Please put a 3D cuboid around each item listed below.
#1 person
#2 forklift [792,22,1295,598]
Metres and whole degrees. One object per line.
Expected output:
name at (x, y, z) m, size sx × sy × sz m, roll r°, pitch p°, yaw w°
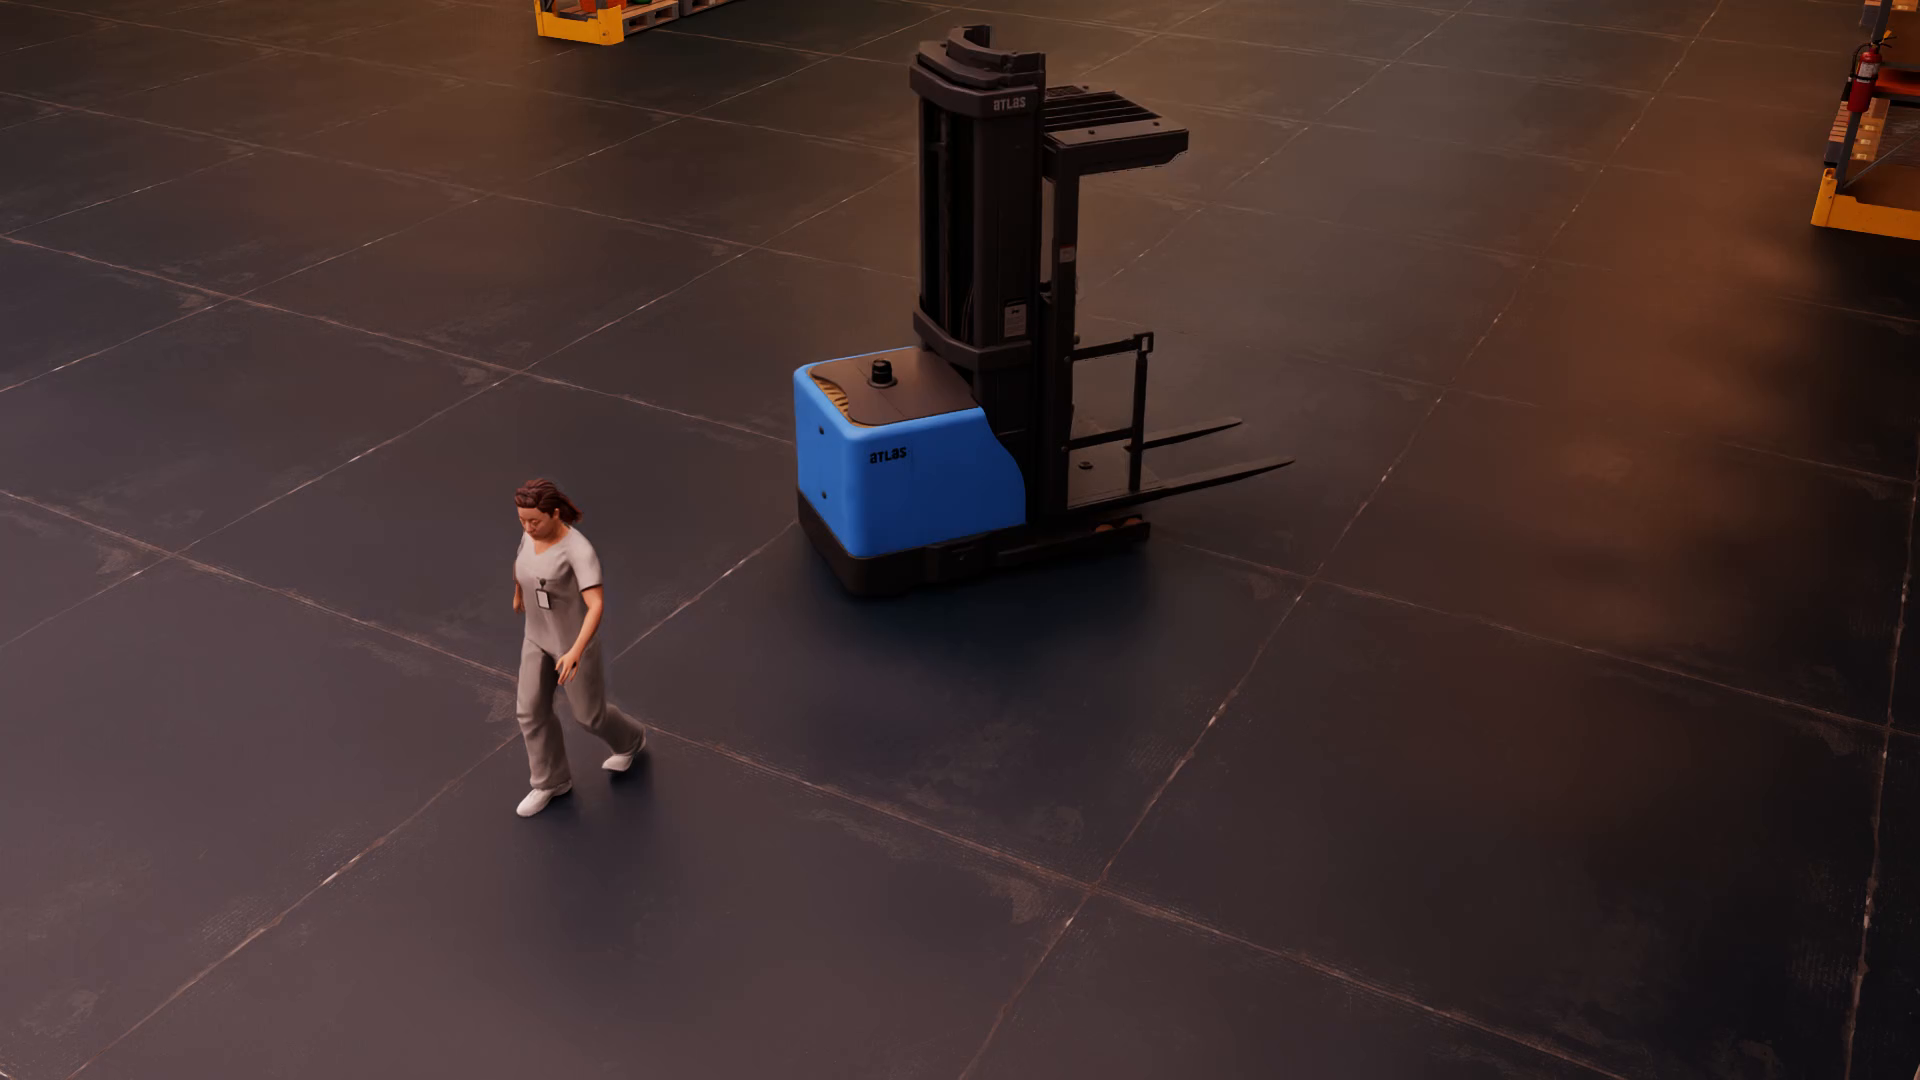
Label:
person at (-1.828, 0.455, 7.570) m, size 0.823 × 1.659 × 0.719 m, roll 18°, pitch 35°, yaw 28°
forklift at (0.583, -1.423, 9.536) m, size 3.031 × 2.935 × 1.130 m, roll -12°, pitch 32°, yaw -20°
